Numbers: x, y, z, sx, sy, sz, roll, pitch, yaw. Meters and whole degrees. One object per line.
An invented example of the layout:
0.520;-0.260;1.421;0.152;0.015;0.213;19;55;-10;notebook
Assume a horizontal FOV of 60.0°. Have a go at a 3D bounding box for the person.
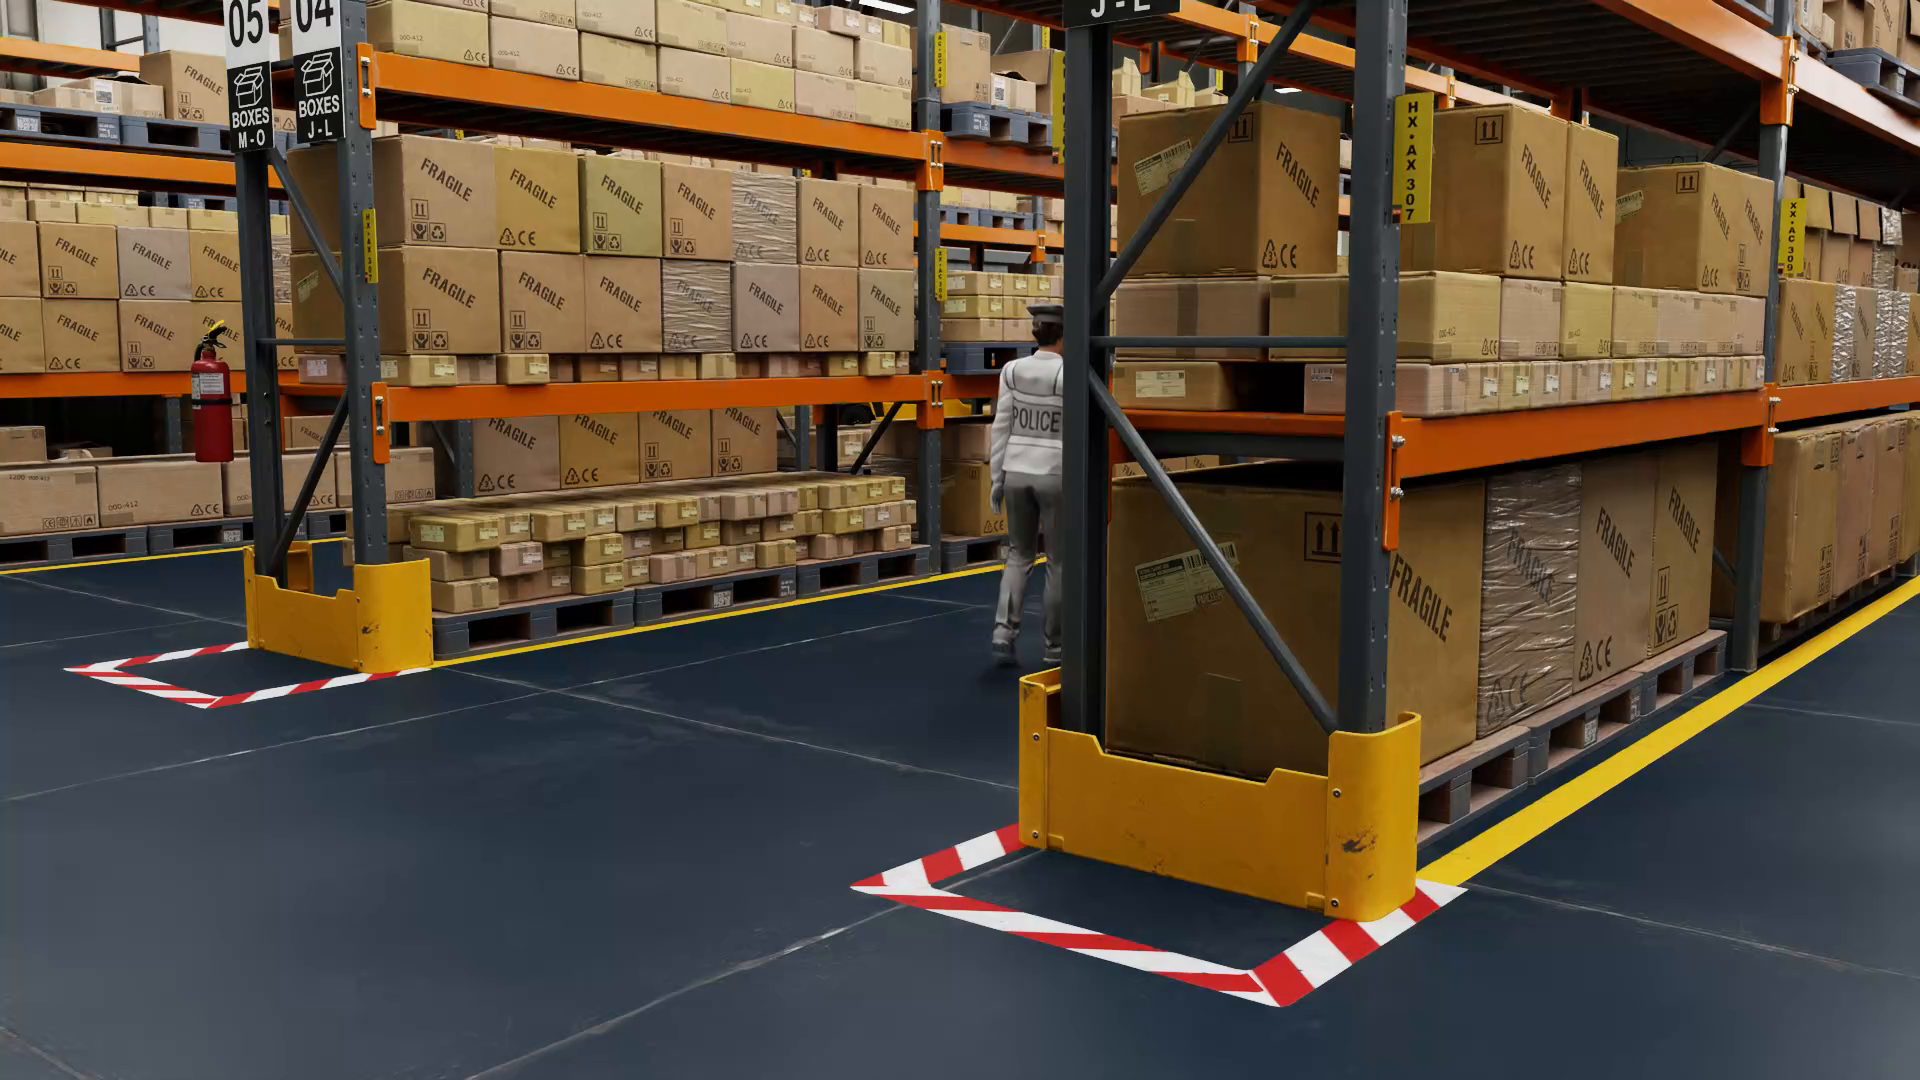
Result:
0.409;-0.237;7.627;0.529;1.688;0.450;4;8;31;person
